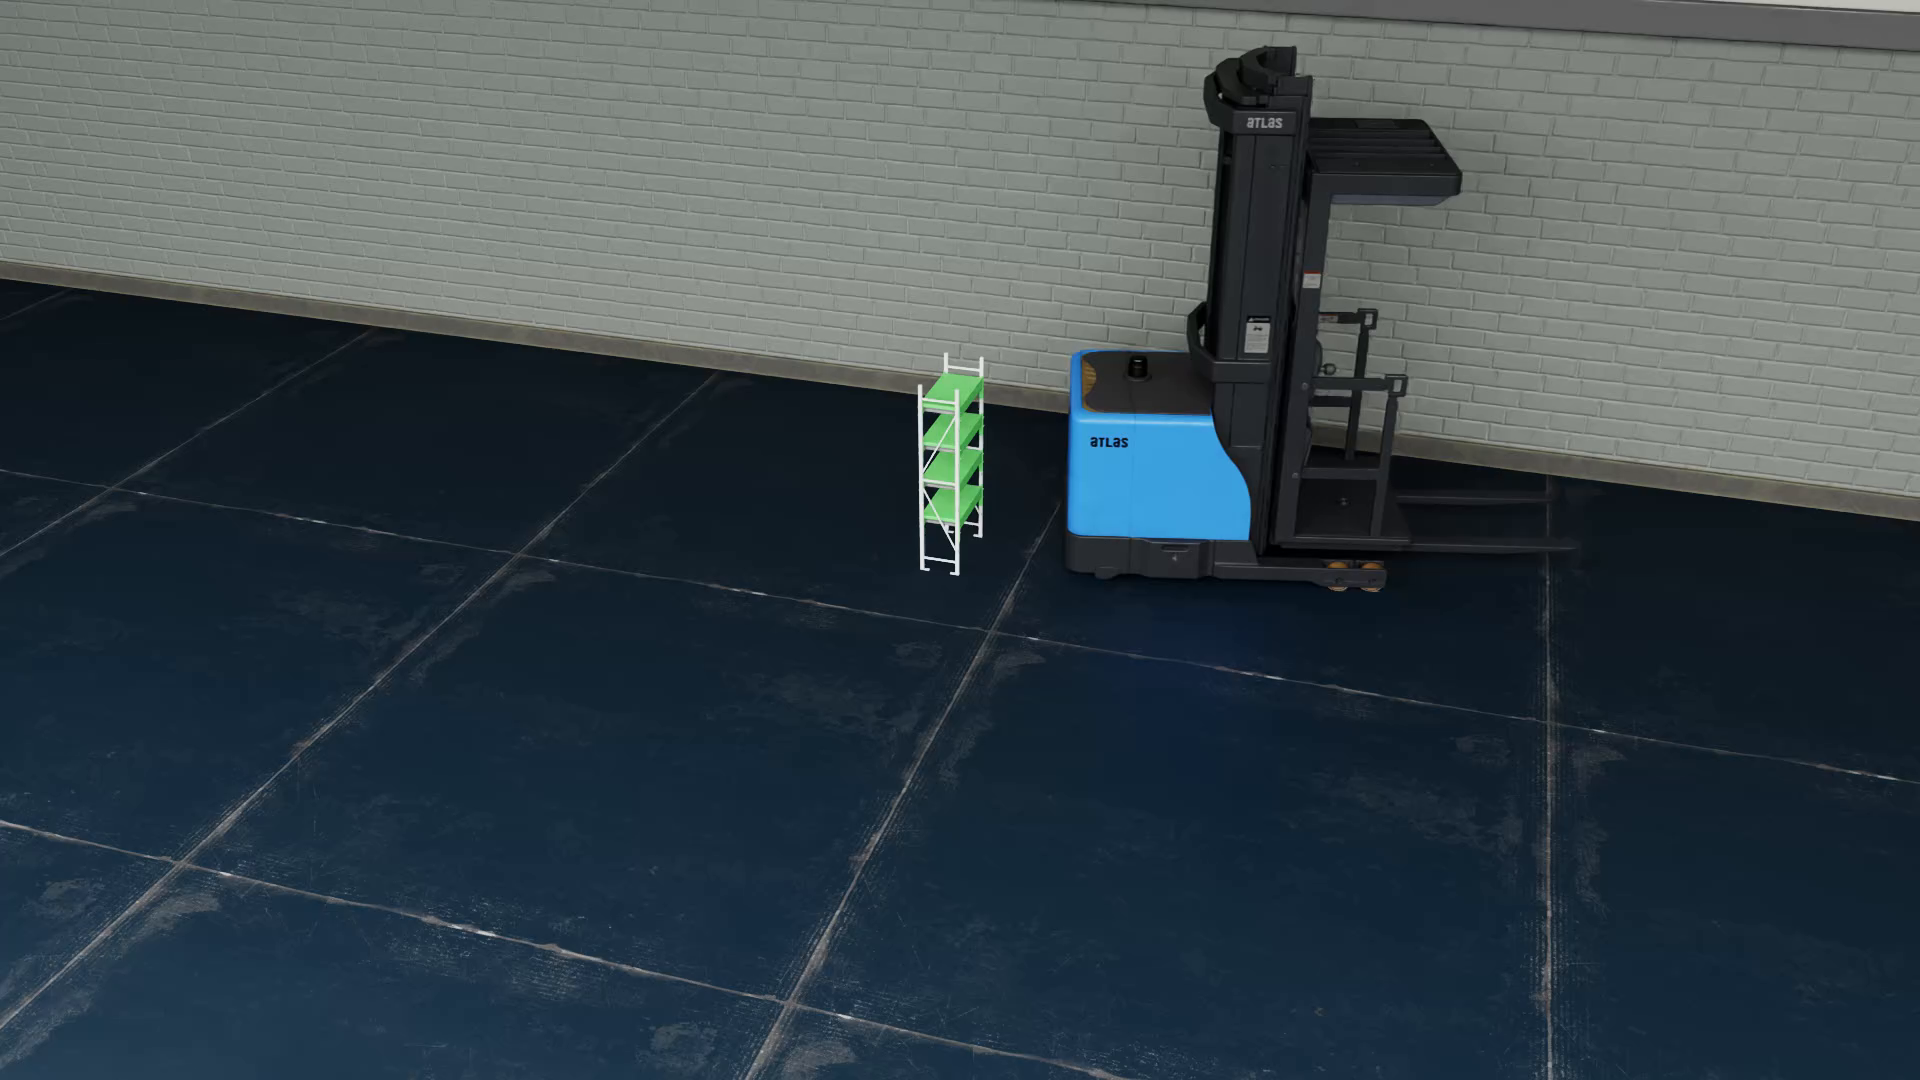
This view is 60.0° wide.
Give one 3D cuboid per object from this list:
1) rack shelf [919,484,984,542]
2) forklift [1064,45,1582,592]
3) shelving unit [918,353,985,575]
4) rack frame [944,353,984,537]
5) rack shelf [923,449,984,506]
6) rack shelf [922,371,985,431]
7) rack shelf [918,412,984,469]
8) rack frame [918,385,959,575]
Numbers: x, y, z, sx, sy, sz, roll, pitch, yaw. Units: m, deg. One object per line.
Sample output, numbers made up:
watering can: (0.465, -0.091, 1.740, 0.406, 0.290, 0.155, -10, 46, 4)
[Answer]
rack shelf: (-0.049, -0.182, 10.003, 0.258, 0.148, 0.480, 8, 30, 15)
forklift: (2.154, -1.244, 9.506, 3.031, 2.935, 1.130, 2, 29, 3)
shelving unit: (-0.049, -0.447, 9.855, 0.258, 1.200, 0.503, 8, 30, 15)
rack frame: (0.023, -0.561, 10.059, 0.240, 1.200, 0.015, 8, 30, 15)
rack shelf: (-0.049, -0.392, 9.886, 0.258, 0.148, 0.480, 8, 30, 15)
rack shelf: (-0.049, -0.811, 9.653, 0.258, 0.148, 0.480, 8, 30, 15)
rack shelf: (-0.049, -0.601, 9.770, 0.258, 0.148, 0.480, 8, 30, 15)
rack frame: (-0.120, -0.334, 9.651, 0.240, 1.200, 0.015, 8, 30, 15)
